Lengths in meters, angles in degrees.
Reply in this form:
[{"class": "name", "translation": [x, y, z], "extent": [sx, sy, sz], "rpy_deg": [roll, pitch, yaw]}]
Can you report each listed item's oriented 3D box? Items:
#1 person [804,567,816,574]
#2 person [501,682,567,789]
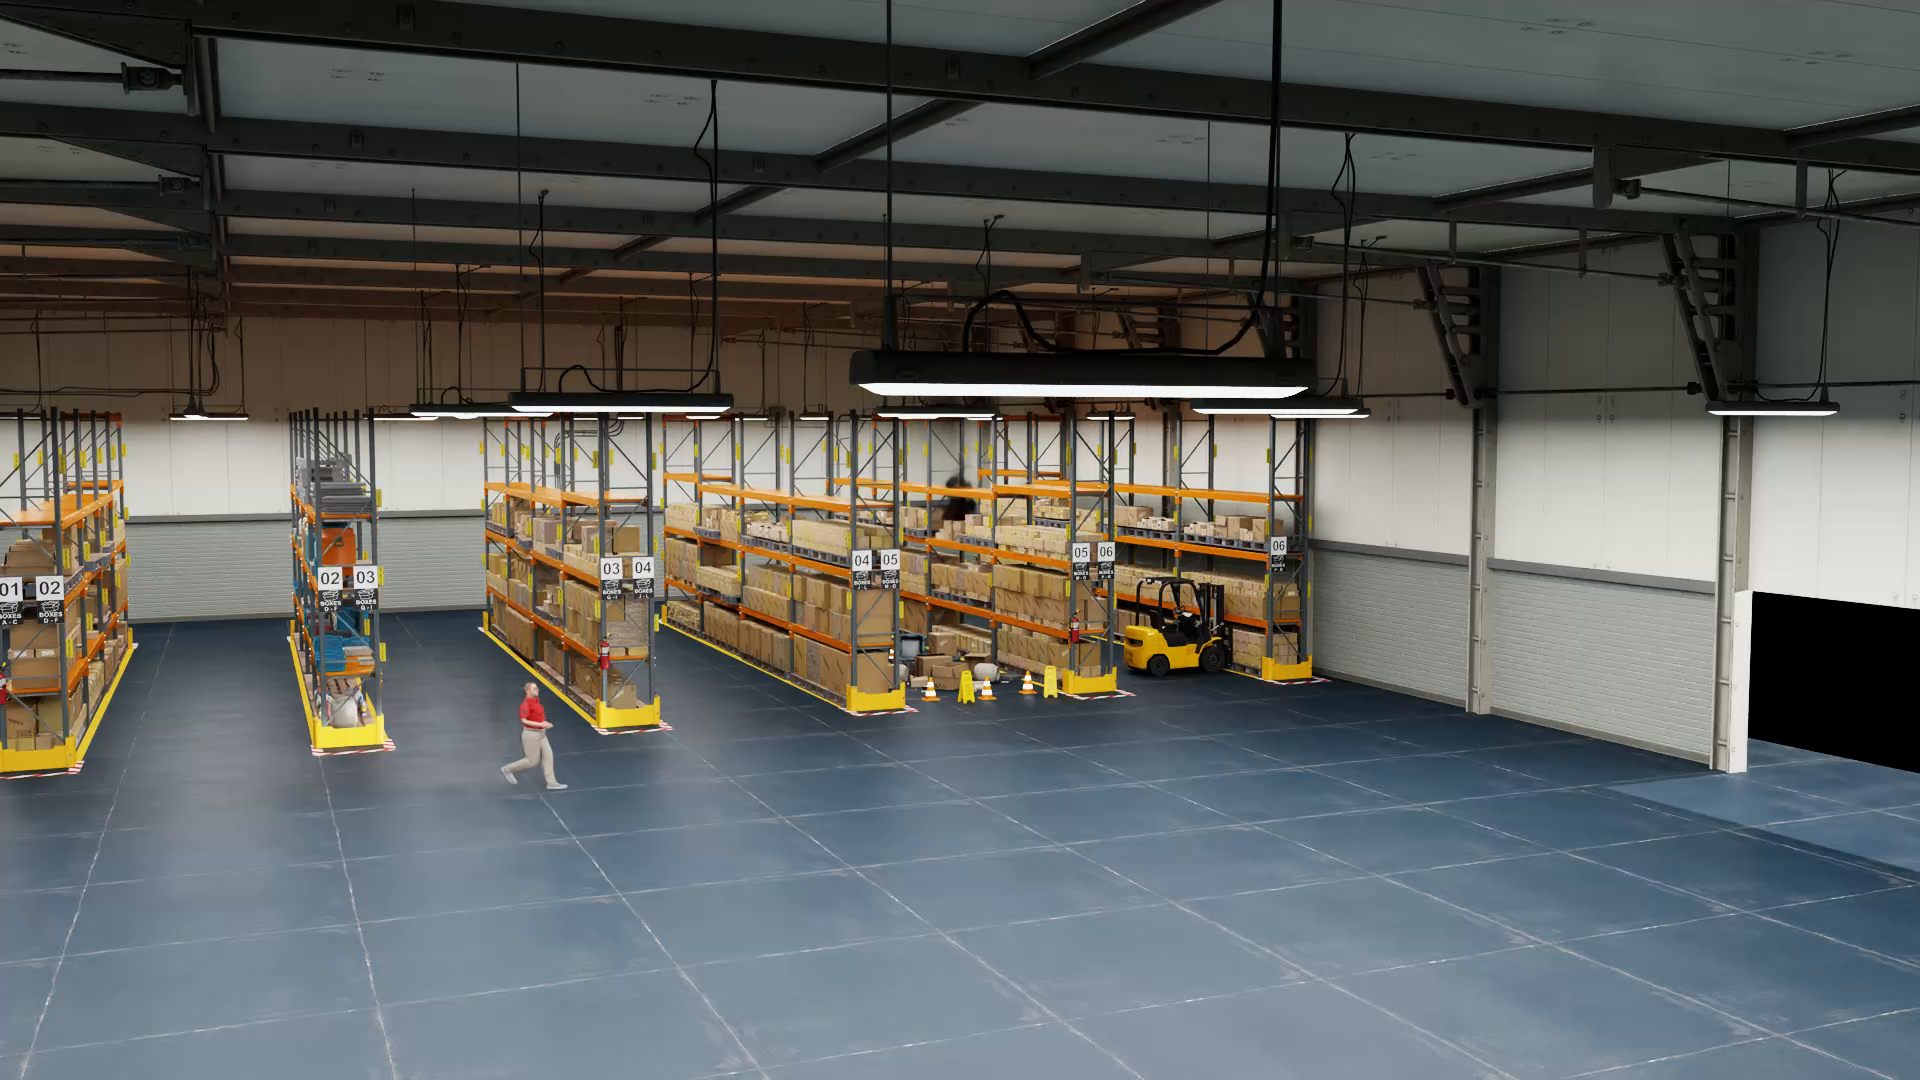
[{"class": "person", "translation": [-4.552, 1.300, 51.104], "extent": [0.701, 1.762, 0.758], "rpy_deg": [-1, 4, -15]}, {"class": "person", "translation": [-6.629, 3.055, 25.905], "extent": [0.992, 1.693, 0.678], "rpy_deg": [0, 4, 3]}]
